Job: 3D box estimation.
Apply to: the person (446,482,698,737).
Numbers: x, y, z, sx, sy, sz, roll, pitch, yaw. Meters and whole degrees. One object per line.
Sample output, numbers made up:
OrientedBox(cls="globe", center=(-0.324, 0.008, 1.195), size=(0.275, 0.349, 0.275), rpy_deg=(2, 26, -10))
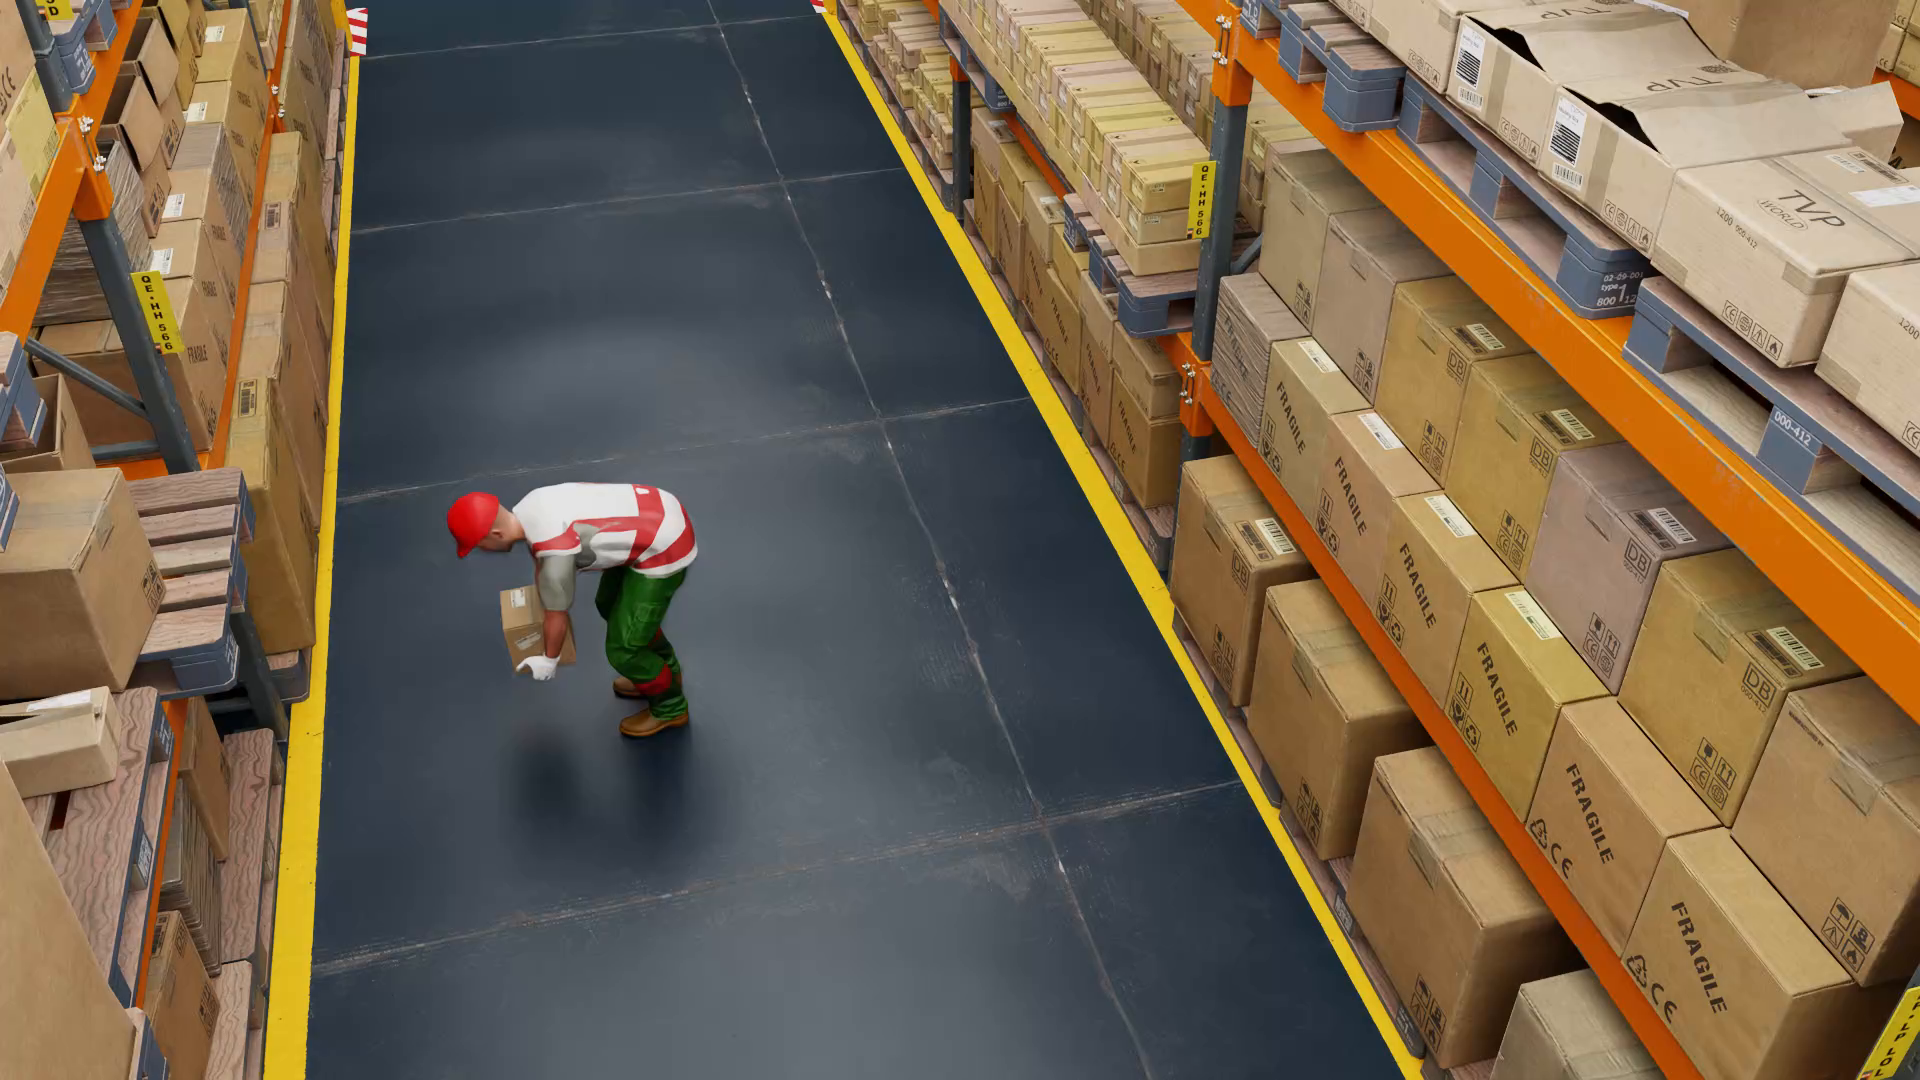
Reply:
OrientedBox(cls="person", center=(-1.519, 0.258, 6.793), size=(0.927, 1.258, 0.507), rpy_deg=(-11, 39, -14))
